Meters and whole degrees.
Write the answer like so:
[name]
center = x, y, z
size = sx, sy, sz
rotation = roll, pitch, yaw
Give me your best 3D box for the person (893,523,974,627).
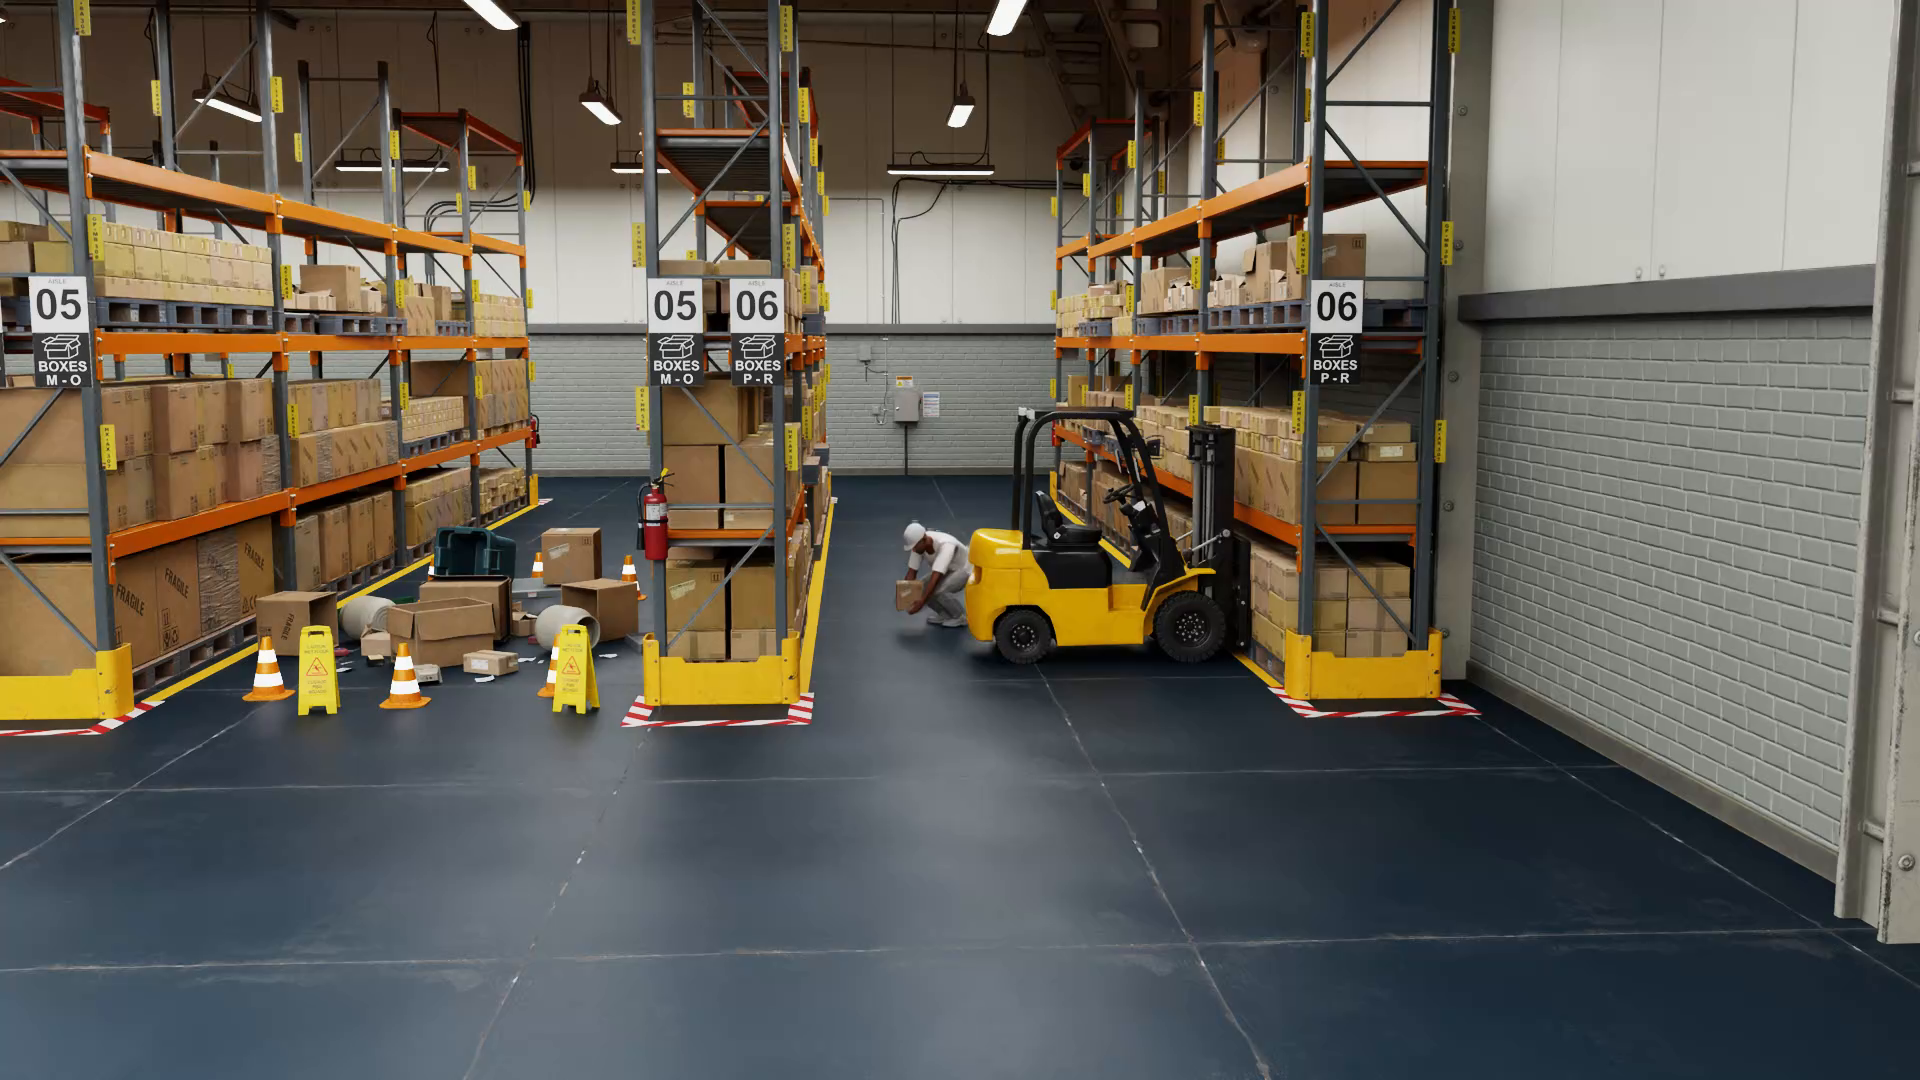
[person]
center = -0.193, 0.327, 16.038
size = 0.889, 1.029, 0.583
rotation = -4, 8, -33
